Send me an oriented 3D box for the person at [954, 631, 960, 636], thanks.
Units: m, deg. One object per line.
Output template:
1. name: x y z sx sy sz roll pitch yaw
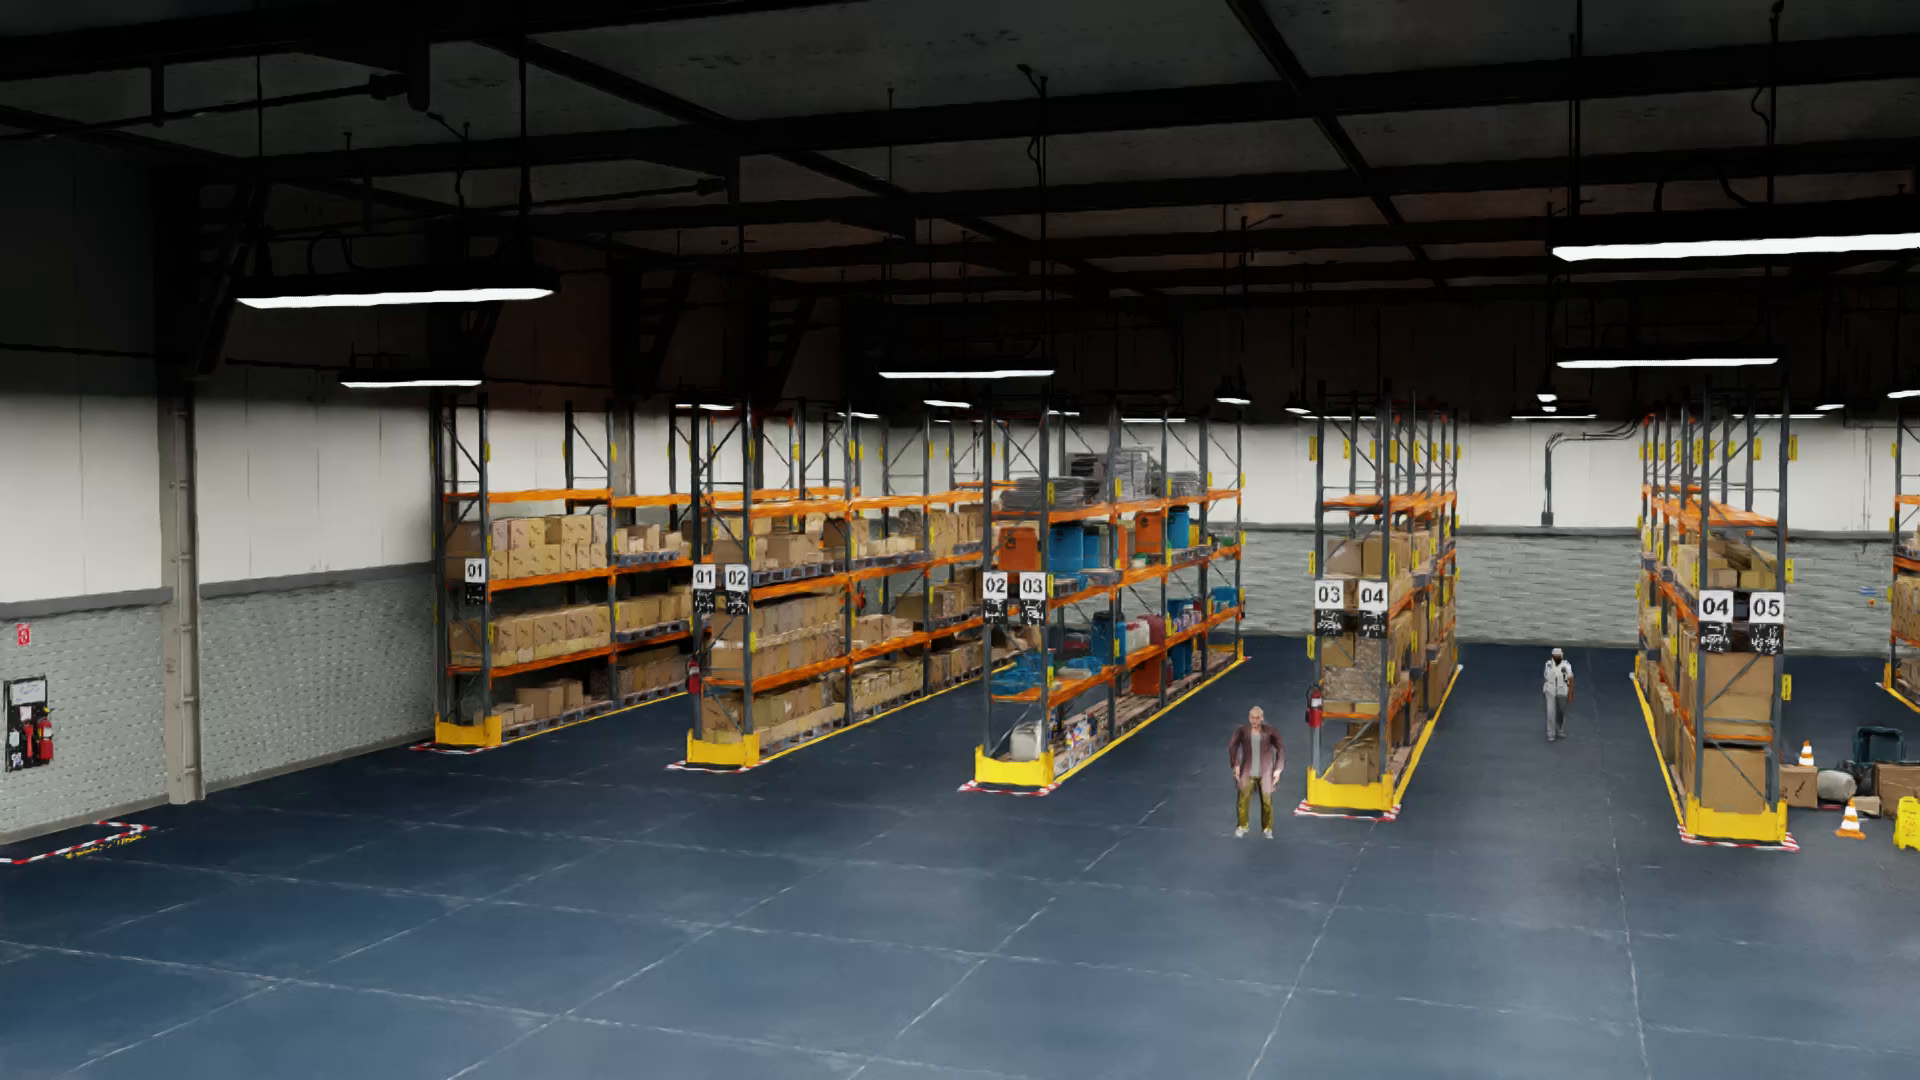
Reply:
1. person: -0.154 1.914 41.716 0.598 1.698 1.194 1 3 22

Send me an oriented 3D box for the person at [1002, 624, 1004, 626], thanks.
1. person: 1.005 1.722 46.321 0.554 1.619 0.913 0 3 -7

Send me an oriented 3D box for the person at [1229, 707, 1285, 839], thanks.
1. person: 3.835 2.995 21.500 0.729 1.733 0.546 1 3 19

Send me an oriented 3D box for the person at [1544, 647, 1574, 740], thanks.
1. person: 10.413 2.654 28.929 0.493 1.606 1.001 1 3 19
